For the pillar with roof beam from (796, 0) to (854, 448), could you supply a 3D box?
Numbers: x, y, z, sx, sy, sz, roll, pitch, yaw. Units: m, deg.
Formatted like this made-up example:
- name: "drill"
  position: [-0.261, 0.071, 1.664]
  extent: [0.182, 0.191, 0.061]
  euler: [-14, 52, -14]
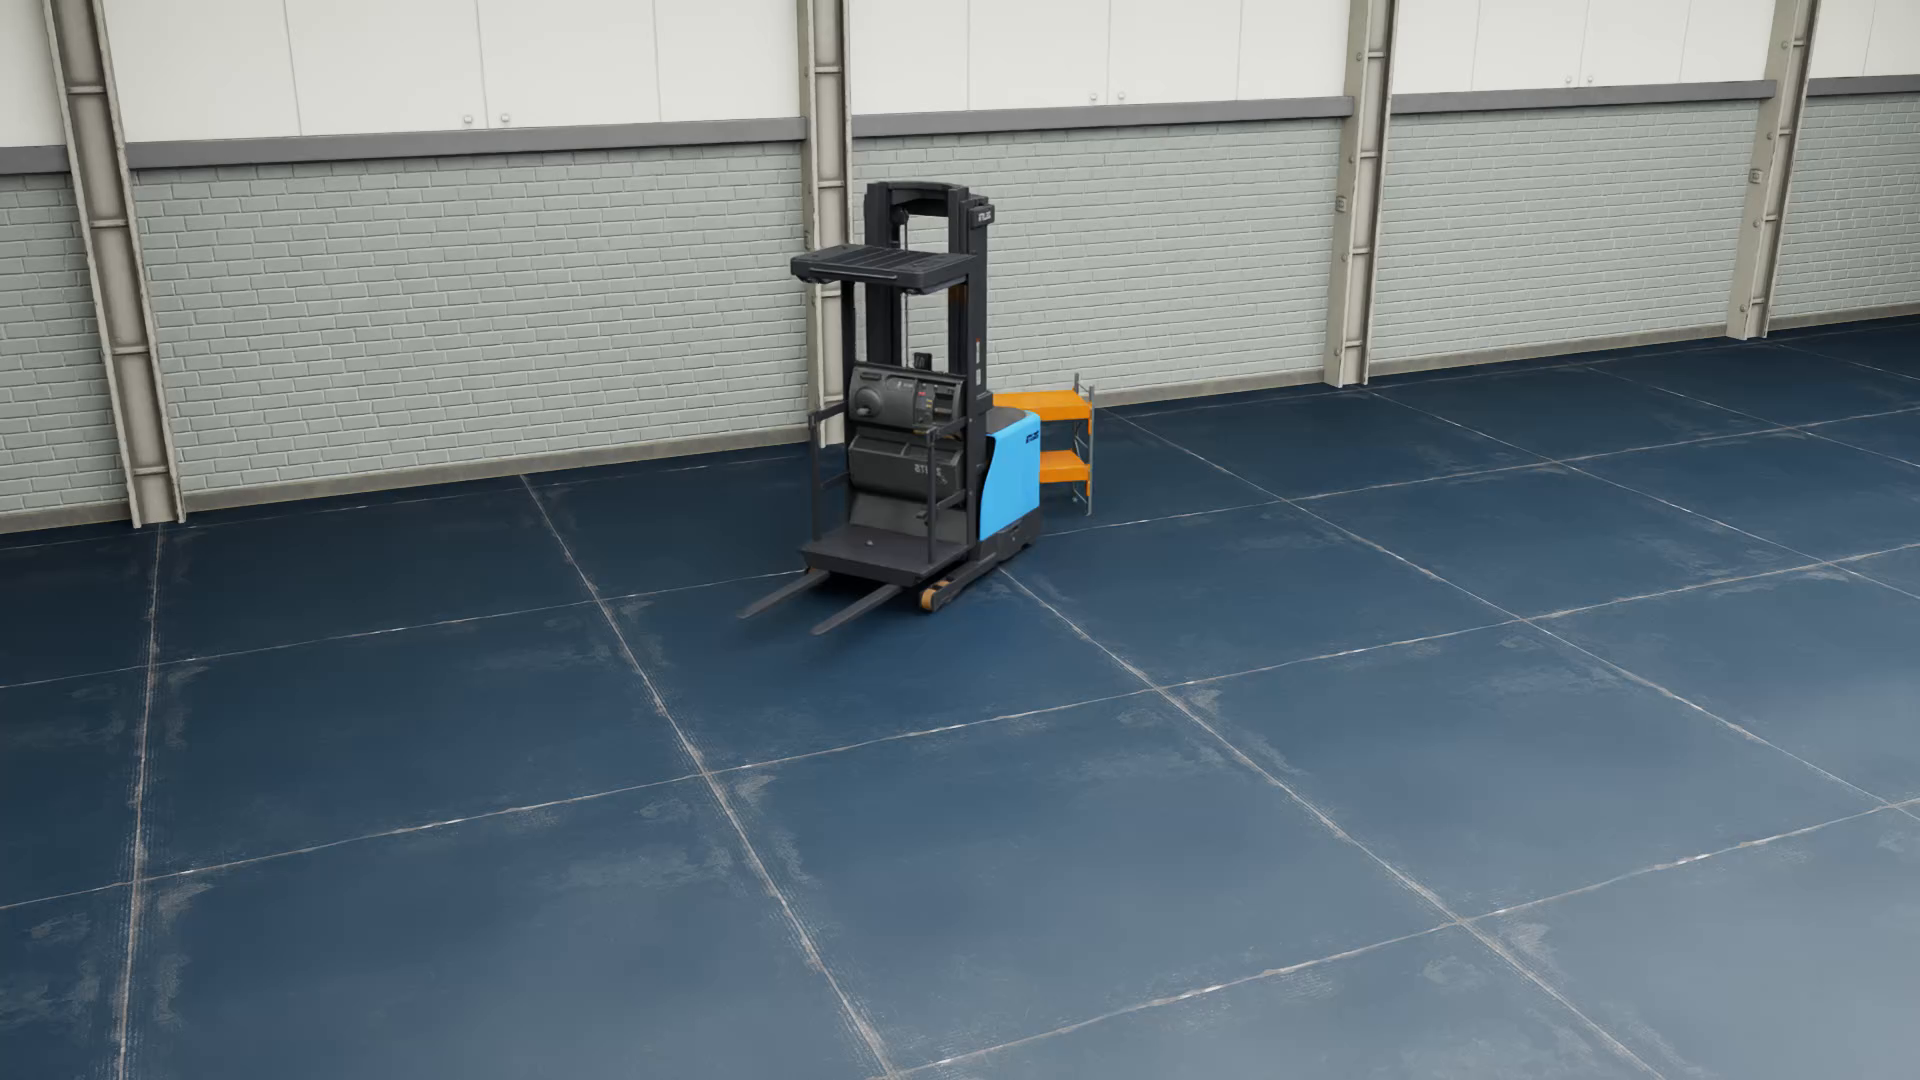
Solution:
- name: "pillar with roof beam"
  position: [0.475, -3.892, 11.025]
  extent: [0.400, 9.000, 9.100]
  euler: [-8, 21, -22]

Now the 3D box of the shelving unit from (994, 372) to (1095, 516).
- name: "shelving unit"
  position: [0.549, -0.783, 14.053]
  extent: [1.048, 1.125, 0.538]
  euler: [-4, 20, -12]

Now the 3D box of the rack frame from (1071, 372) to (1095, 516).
- name: "rack frame"
  position: [1.045, -0.820, 14.158]
  extent: [0.032, 1.125, 0.500]
  euler: [-4, 20, -12]

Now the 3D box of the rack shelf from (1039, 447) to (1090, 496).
- name: "rack shelf"
  position: [0.549, -0.553, 14.135]
  extent: [1.000, 0.278, 0.538]
  euler: [-4, 20, -12]

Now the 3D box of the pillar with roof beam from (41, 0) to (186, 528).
- name: "pillar with roof beam"
  position: [-5.034, -3.102, 8.783]
  extent: [0.400, 9.000, 9.100]
  euler: [-8, 21, -22]

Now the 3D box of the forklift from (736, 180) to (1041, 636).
- name: "forklift"
  position: [-0.505, -1.034, 12.045]
  extent: [1.130, 2.935, 3.031]
  euler: [10, 22, 27]

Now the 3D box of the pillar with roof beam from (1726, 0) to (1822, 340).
- name: "pillar with roof beam"
  position: [11.494, -5.470, 15.508]
  extent: [0.400, 9.000, 9.100]
  euler: [-8, 21, -22]

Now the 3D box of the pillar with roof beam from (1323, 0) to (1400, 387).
- name: "pillar with roof beam"
  position: [5.985, -4.681, 13.267]
  extent: [0.400, 9.000, 9.100]
  euler: [-8, 21, -22]

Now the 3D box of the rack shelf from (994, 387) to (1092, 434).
- name: "rack shelf"
  position: [0.549, -1.060, 13.956]
  extent: [1.000, 0.278, 0.538]
  euler: [-4, 20, -12]
